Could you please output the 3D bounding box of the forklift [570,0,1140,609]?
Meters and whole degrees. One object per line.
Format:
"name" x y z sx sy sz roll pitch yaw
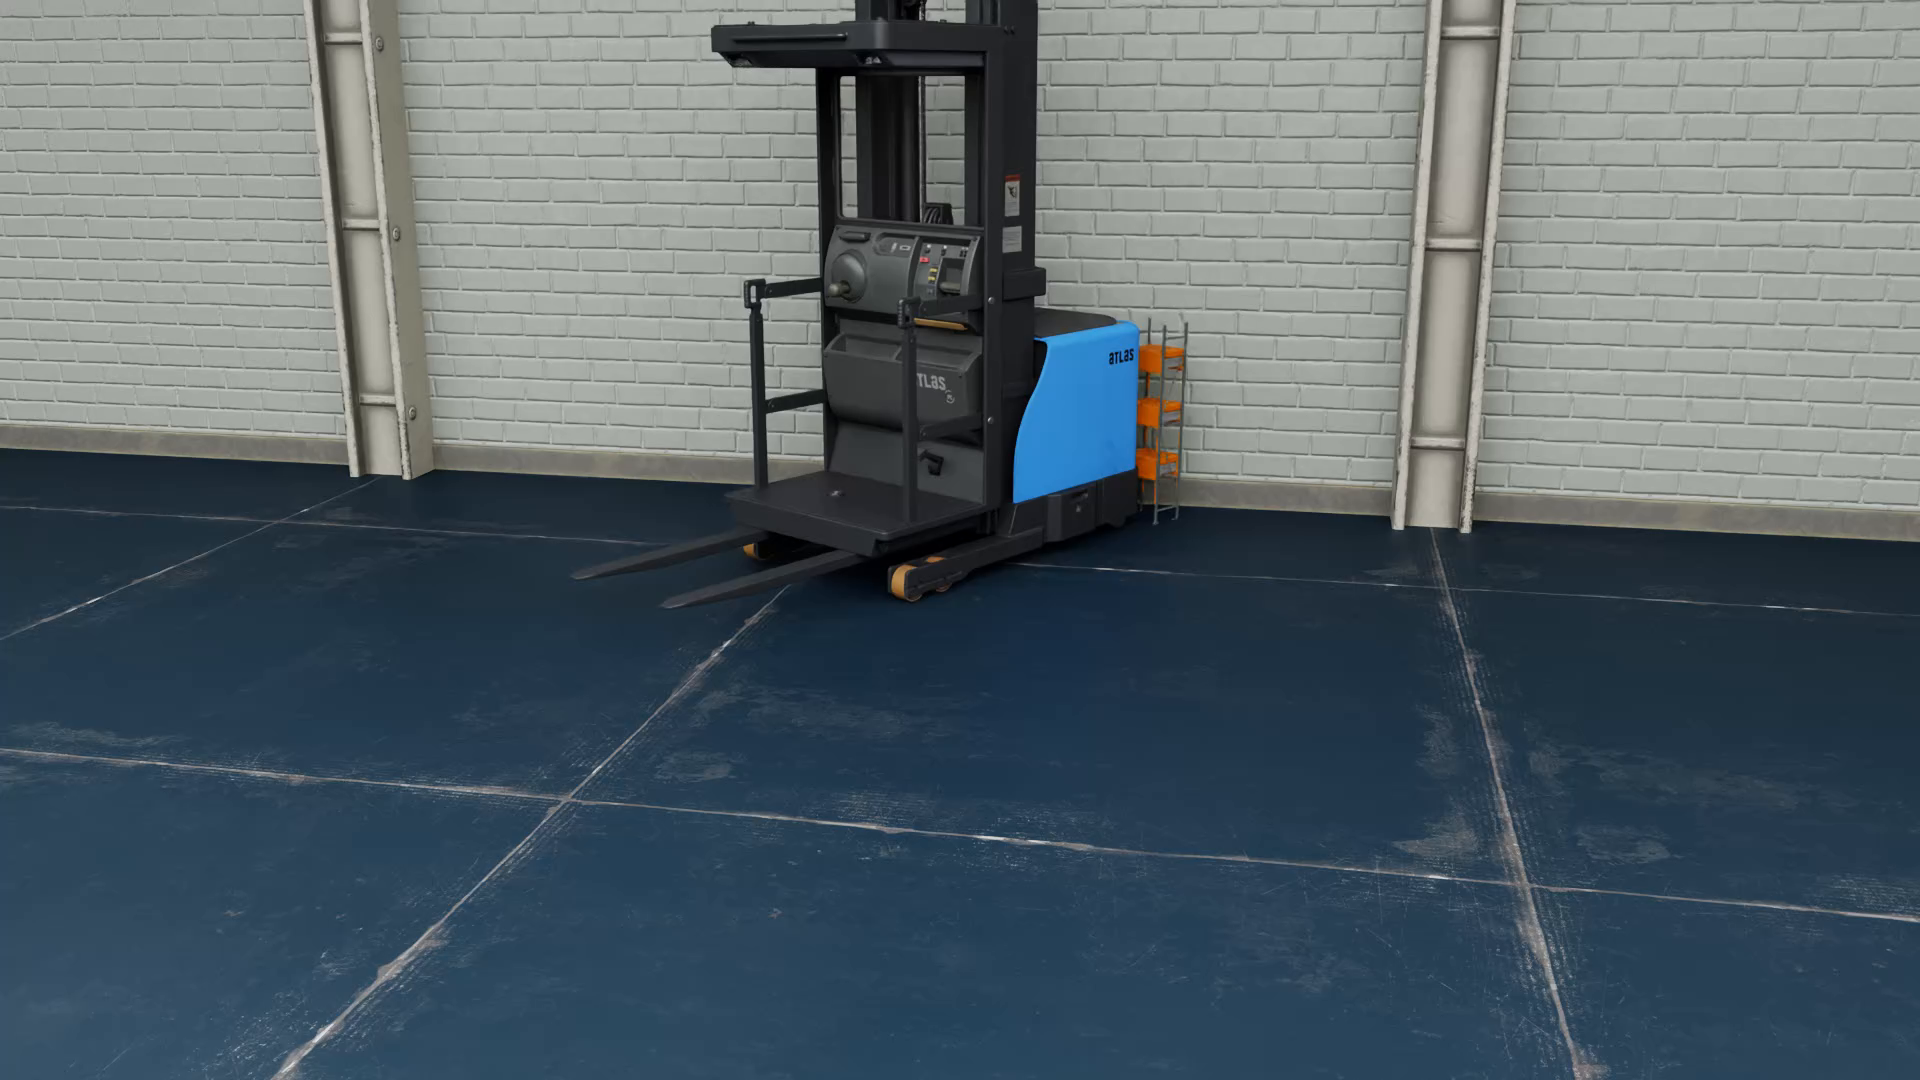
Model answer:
"forklift" -0.417 -1.286 7.646 1.130 2.935 3.031 13 20 40

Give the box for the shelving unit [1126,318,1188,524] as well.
"shelving unit" 1.018 -0.630 8.789 0.215 1.050 0.252 -13 20 -43

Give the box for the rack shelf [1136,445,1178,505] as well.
"rack shelf" 1.013 -0.351 8.861 0.215 0.259 0.240 -13 20 -43

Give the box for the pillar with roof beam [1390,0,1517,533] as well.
"pillar with roof beam" 1.630 -3.297 3.539 0.400 9.000 9.100 3 16 11

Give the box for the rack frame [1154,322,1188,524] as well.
"rack frame" 1.104 -0.607 8.706 0.200 1.050 0.008 -13 20 -43

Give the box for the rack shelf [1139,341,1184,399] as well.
"rack shelf" 1.022 -0.894 8.720 0.215 0.259 0.240 -13 20 -43

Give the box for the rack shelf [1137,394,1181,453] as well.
"rack shelf" 1.018 -0.620 8.791 0.215 0.259 0.240 -13 20 -43

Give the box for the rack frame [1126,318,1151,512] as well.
"rack frame" 0.932 -0.653 8.872 0.200 1.050 0.008 -13 20 -43

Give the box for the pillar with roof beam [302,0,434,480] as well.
"pillar with roof beam" -4.249 -3.617 4.691 0.400 9.000 9.100 3 16 11
